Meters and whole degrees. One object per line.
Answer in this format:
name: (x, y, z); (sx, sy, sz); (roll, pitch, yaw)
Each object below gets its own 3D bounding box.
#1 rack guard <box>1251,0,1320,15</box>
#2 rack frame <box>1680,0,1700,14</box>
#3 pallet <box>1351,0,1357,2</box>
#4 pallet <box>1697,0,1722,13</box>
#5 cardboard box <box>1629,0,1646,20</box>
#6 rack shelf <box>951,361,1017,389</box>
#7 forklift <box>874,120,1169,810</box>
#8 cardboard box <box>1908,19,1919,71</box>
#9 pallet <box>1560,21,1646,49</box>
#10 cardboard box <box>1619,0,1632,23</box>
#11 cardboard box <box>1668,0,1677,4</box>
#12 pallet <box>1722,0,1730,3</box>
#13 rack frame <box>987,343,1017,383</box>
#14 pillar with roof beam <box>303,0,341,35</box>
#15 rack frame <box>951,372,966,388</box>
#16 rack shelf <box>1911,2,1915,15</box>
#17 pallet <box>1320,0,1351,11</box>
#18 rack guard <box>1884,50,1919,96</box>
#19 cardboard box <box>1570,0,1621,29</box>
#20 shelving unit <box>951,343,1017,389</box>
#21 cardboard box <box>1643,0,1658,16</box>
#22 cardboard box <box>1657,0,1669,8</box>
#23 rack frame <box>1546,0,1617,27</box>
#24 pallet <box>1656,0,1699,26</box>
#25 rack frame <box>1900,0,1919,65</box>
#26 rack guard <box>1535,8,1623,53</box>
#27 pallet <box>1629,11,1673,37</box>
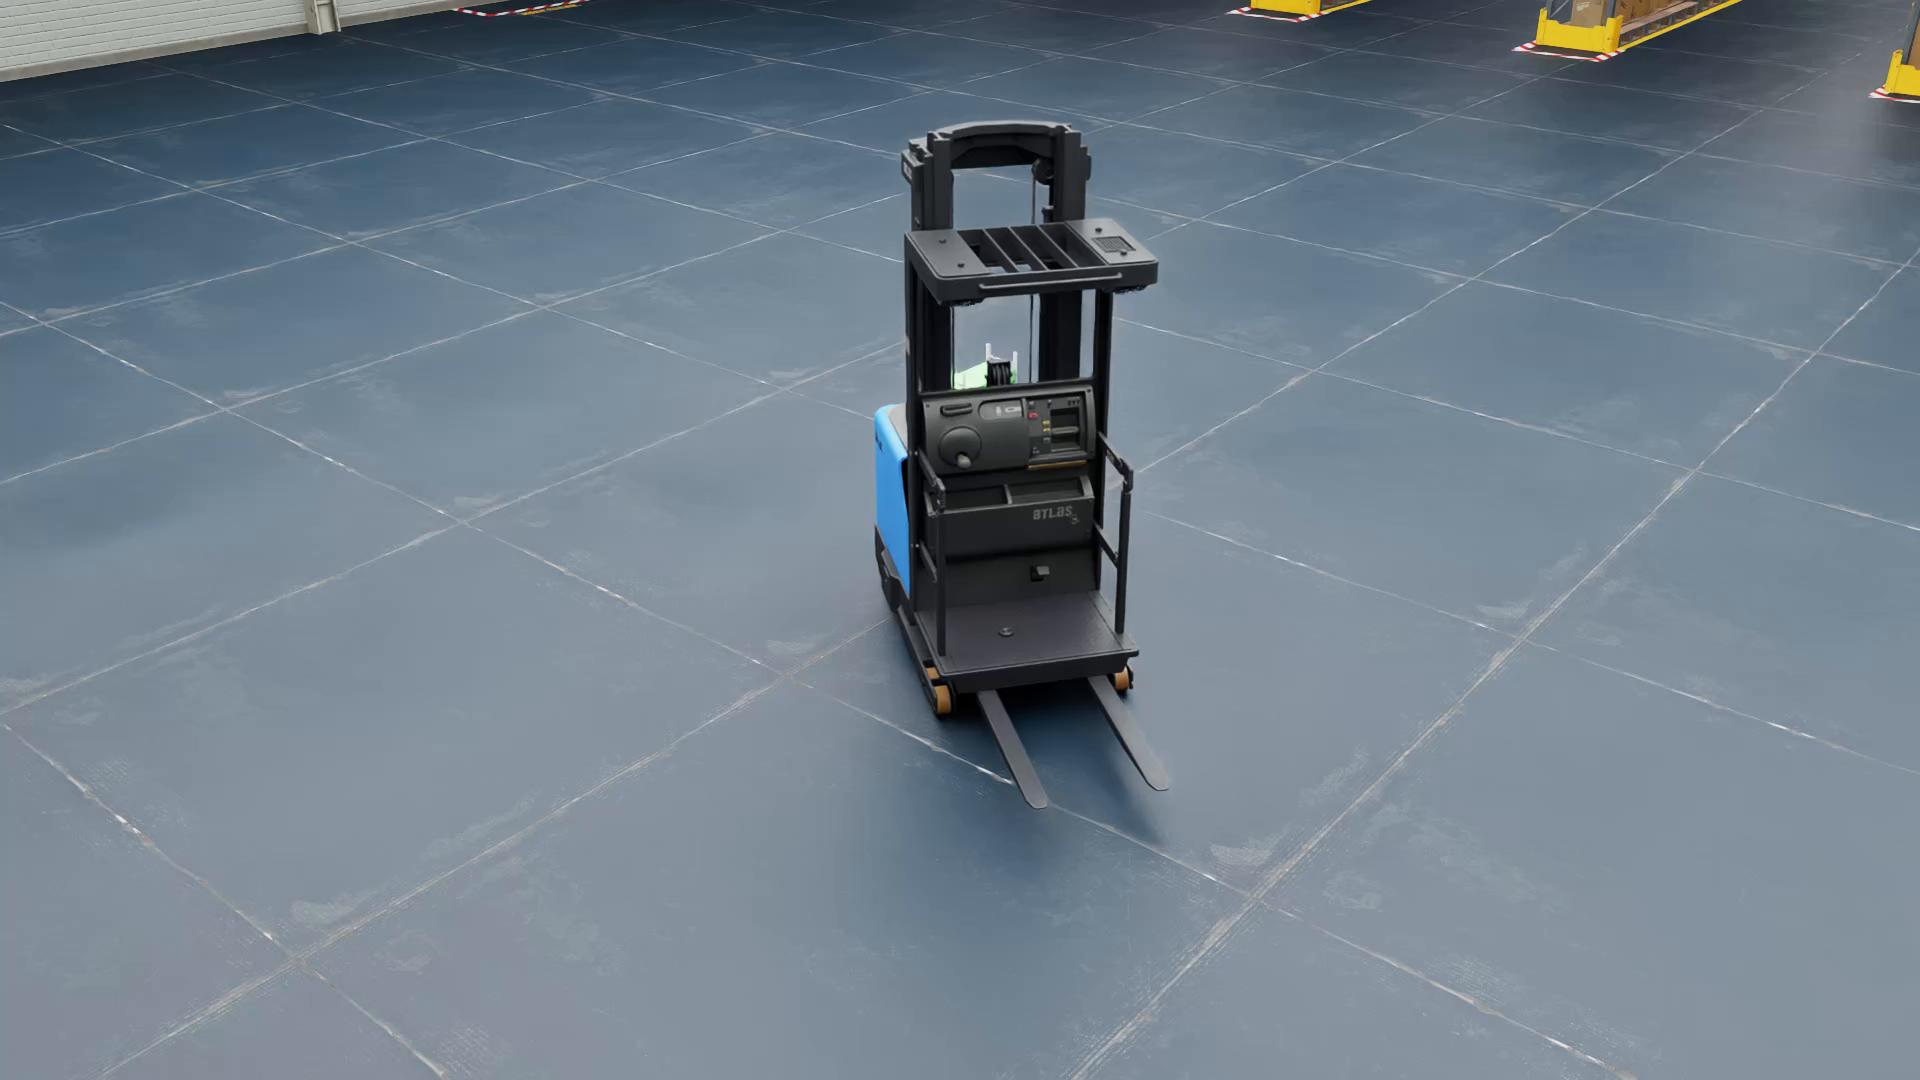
rack guard: (5.472, -9.157, 27.906); (1.175, 0.500, 0.348); (21, 34, 34)
rack frame: (11.826, -10.197, 27.196); (1.000, 3.000, 0.127); (21, 34, 34)
pallet: (6.769, -9.745, 29.358); (1.003, 0.211, 1.213); (21, 34, 34)
pallet: (12.320, -9.235, 28.371); (1.003, 0.211, 1.213); (21, 34, 34)
cardboard box: (10.459, -8.510, 26.199); (0.500, 0.500, 0.500); (25, 36, 39)
rack shelf: (0.103, -0.968, 10.410); (0.258, 0.148, 0.480); (22, 35, 36)
forklift: (0.318, -0.551, 8.625); (1.130, 2.935, 3.031); (-6, 28, -12)
cardboard box: (13.425, -6.796, 22.477); (0.875, 0.875, 0.875); (21, 34, 35)
pallet: (9.874, -7.845, 25.684); (1.003, 0.211, 1.213); (21, 34, 34)
cardboard box: (10.046, -8.293, 25.780); (0.500, 0.500, 0.500); (-18, 32, -31)
cardboard box: (11.541, -9.143, 27.422); (0.500, 0.500, 0.500); (20, 33, 33)
pallet: (13.096, -9.669, 29.211); (1.003, 0.211, 1.213); (21, 34, 34)
rack frame: (0.264, -0.683, 10.764); (0.240, 1.200, 0.015); (22, 35, 36)
pillar with roof beam: (-6.718, -10.774, 21.784); (9.100, 9.000, 0.400); (21, 34, 34)
rack frame: (-0.059, -0.515, 10.439); (0.240, 1.200, 0.015); (22, 35, 36)
rack shelf: (14.317, -7.683, 23.119); (1.077, 0.370, 4.000); (21, 34, 34)
pallet: (5.993, -9.315, 28.526); (1.003, 0.211, 1.213); (21, 34, 34)
rack guard: (13.030, -6.174, 22.141); (1.175, 0.500, 0.348); (21, 34, 34)
cardboard box: (9.692, -8.071, 25.351); (0.500, 0.500, 0.500); (-21, 34, -35)
shelving unit: (0.103, -0.599, 10.602); (0.258, 1.200, 0.503); (22, 35, 36)
cardboard box: (10.848, -8.695, 26.556); (0.500, 0.500, 0.500); (17, 32, 30)
cardboard box: (11.183, -8.938, 27.026); (0.500, 0.500, 0.500); (-16, 31, -28)
rack frame: (9.282, -8.779, 24.455); (1.000, 3.000, 0.127); (21, 34, 34)
pallet: (11.426, -8.710, 27.357); (1.003, 0.211, 1.213); (21, 34, 34)
rack frame: (13.045, -7.293, 21.583); (1.000, 3.000, 0.127); (21, 34, 34)
rack guard: (9.330, -7.695, 25.081); (1.175, 0.500, 0.348); (21, 34, 34)
pallet: (10.651, -8.275, 26.517); (1.003, 0.211, 1.213); (21, 34, 34)
